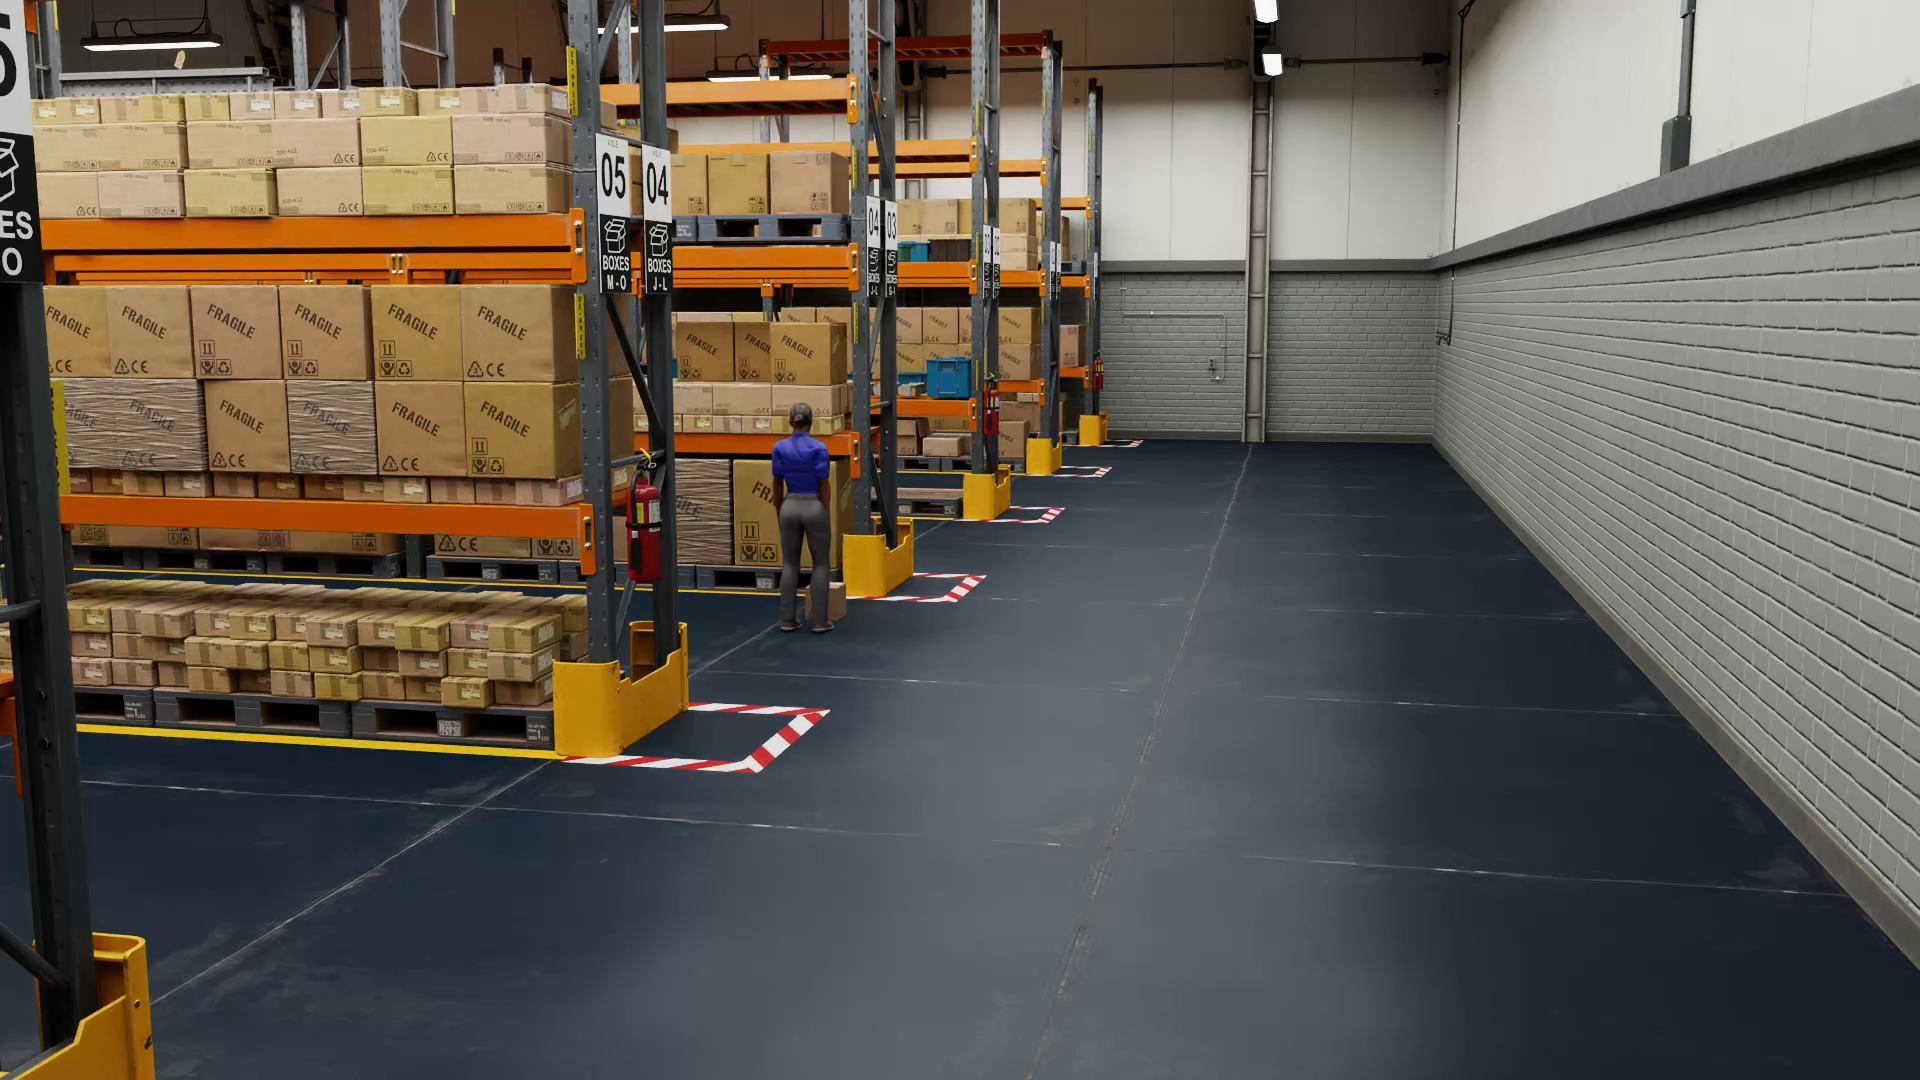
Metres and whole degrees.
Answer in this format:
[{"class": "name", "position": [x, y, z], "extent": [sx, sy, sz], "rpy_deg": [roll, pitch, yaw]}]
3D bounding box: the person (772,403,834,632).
[{"class": "person", "position": [-1.138, -0.158, 12.004], "extent": [0.440, 1.652, 0.302], "rpy_deg": [2, 8, 12]}]
